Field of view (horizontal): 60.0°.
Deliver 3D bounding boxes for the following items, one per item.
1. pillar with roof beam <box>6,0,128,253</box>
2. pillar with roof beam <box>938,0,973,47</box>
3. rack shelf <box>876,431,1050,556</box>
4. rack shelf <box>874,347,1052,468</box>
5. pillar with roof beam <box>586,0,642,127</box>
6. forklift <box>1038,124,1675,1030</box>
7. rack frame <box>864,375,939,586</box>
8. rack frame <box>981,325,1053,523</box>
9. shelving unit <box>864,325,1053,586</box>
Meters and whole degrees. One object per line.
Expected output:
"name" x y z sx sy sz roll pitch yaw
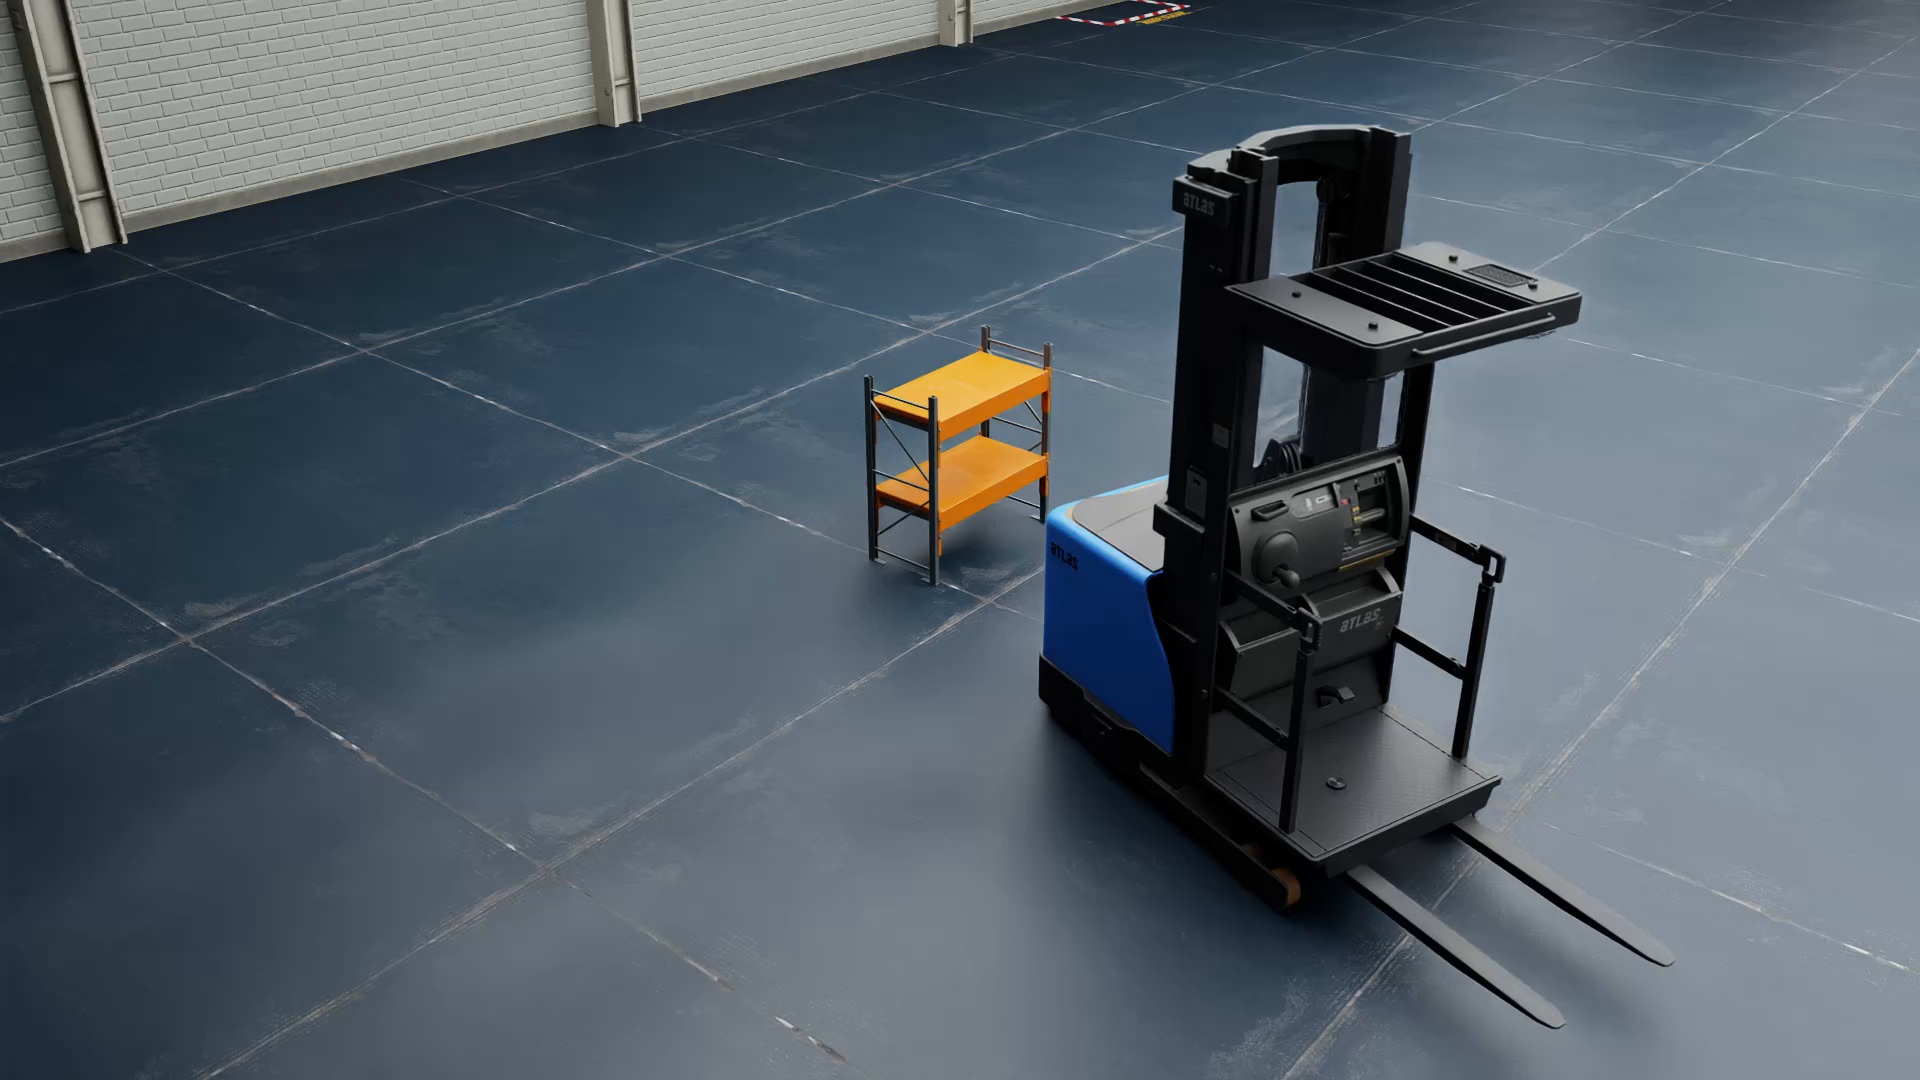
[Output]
"pillar with roof beam" -4.373 -5.379 10.354 9.100 9.000 0.400 21 34 34
"pillar with roof beam" 3.260 -9.634 18.578 9.100 9.000 0.400 21 34 34
"rack shelf" 0.004 -0.285 9.609 0.538 0.278 1.000 21 34 34
"rack shelf" 0.004 -0.762 9.362 0.538 0.278 1.000 21 34 34
"pillar with roof beam" -0.557 -7.506 14.466 9.100 9.000 0.400 21 34 34
"forklift" 1.593 -0.037 6.632 1.130 2.935 3.031 -16 31 -28
"rack frame" -0.319 -0.322 9.148 0.500 1.125 0.032 21 34 34
"rack frame" 0.328 -0.682 9.845 0.500 1.125 0.032 21 34 34
"shelving unit" 0.004 -0.502 9.496 0.538 1.125 1.048 21 34 34
